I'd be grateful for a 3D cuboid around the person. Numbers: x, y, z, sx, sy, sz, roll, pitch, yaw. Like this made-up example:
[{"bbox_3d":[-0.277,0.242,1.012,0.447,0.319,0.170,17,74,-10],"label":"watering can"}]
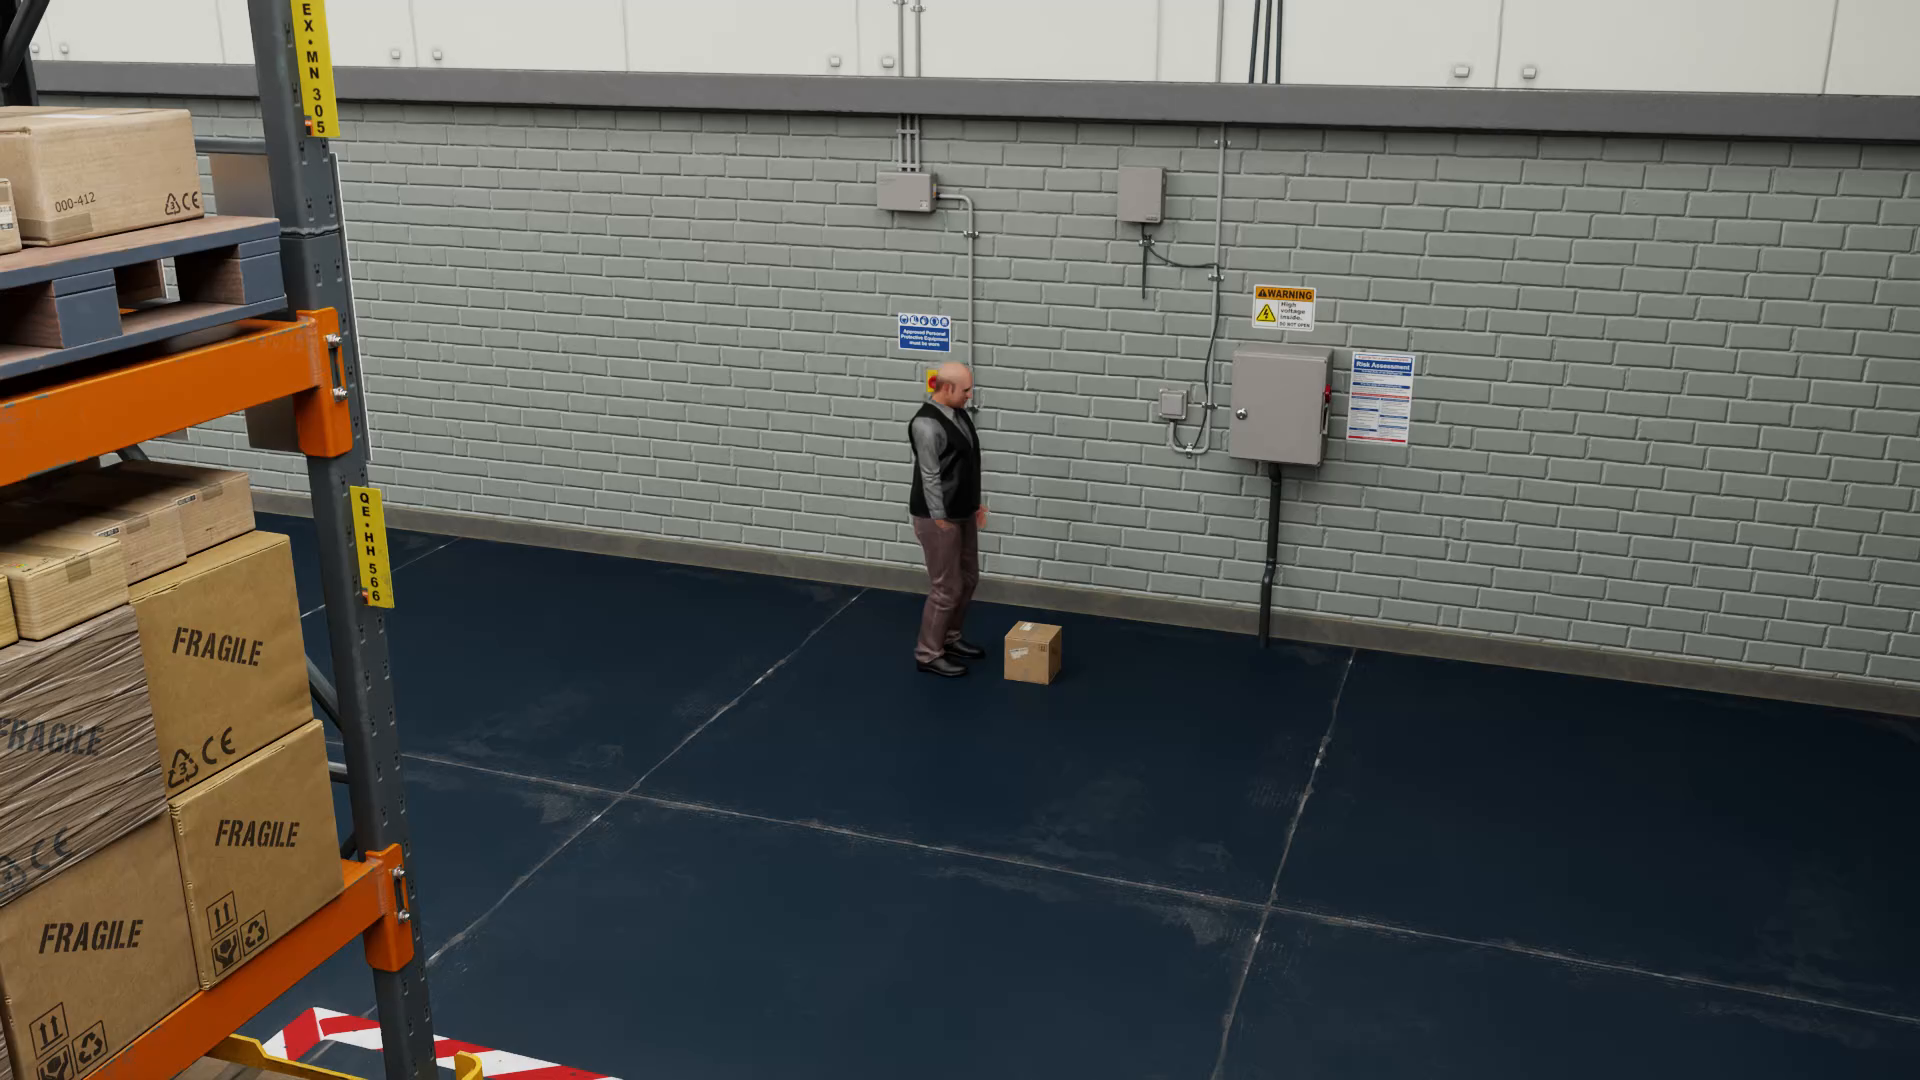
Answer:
[{"bbox_3d":[-0.066,-0.133,9.028,0.354,1.708,0.538,7,20,19],"label":"person"}]
